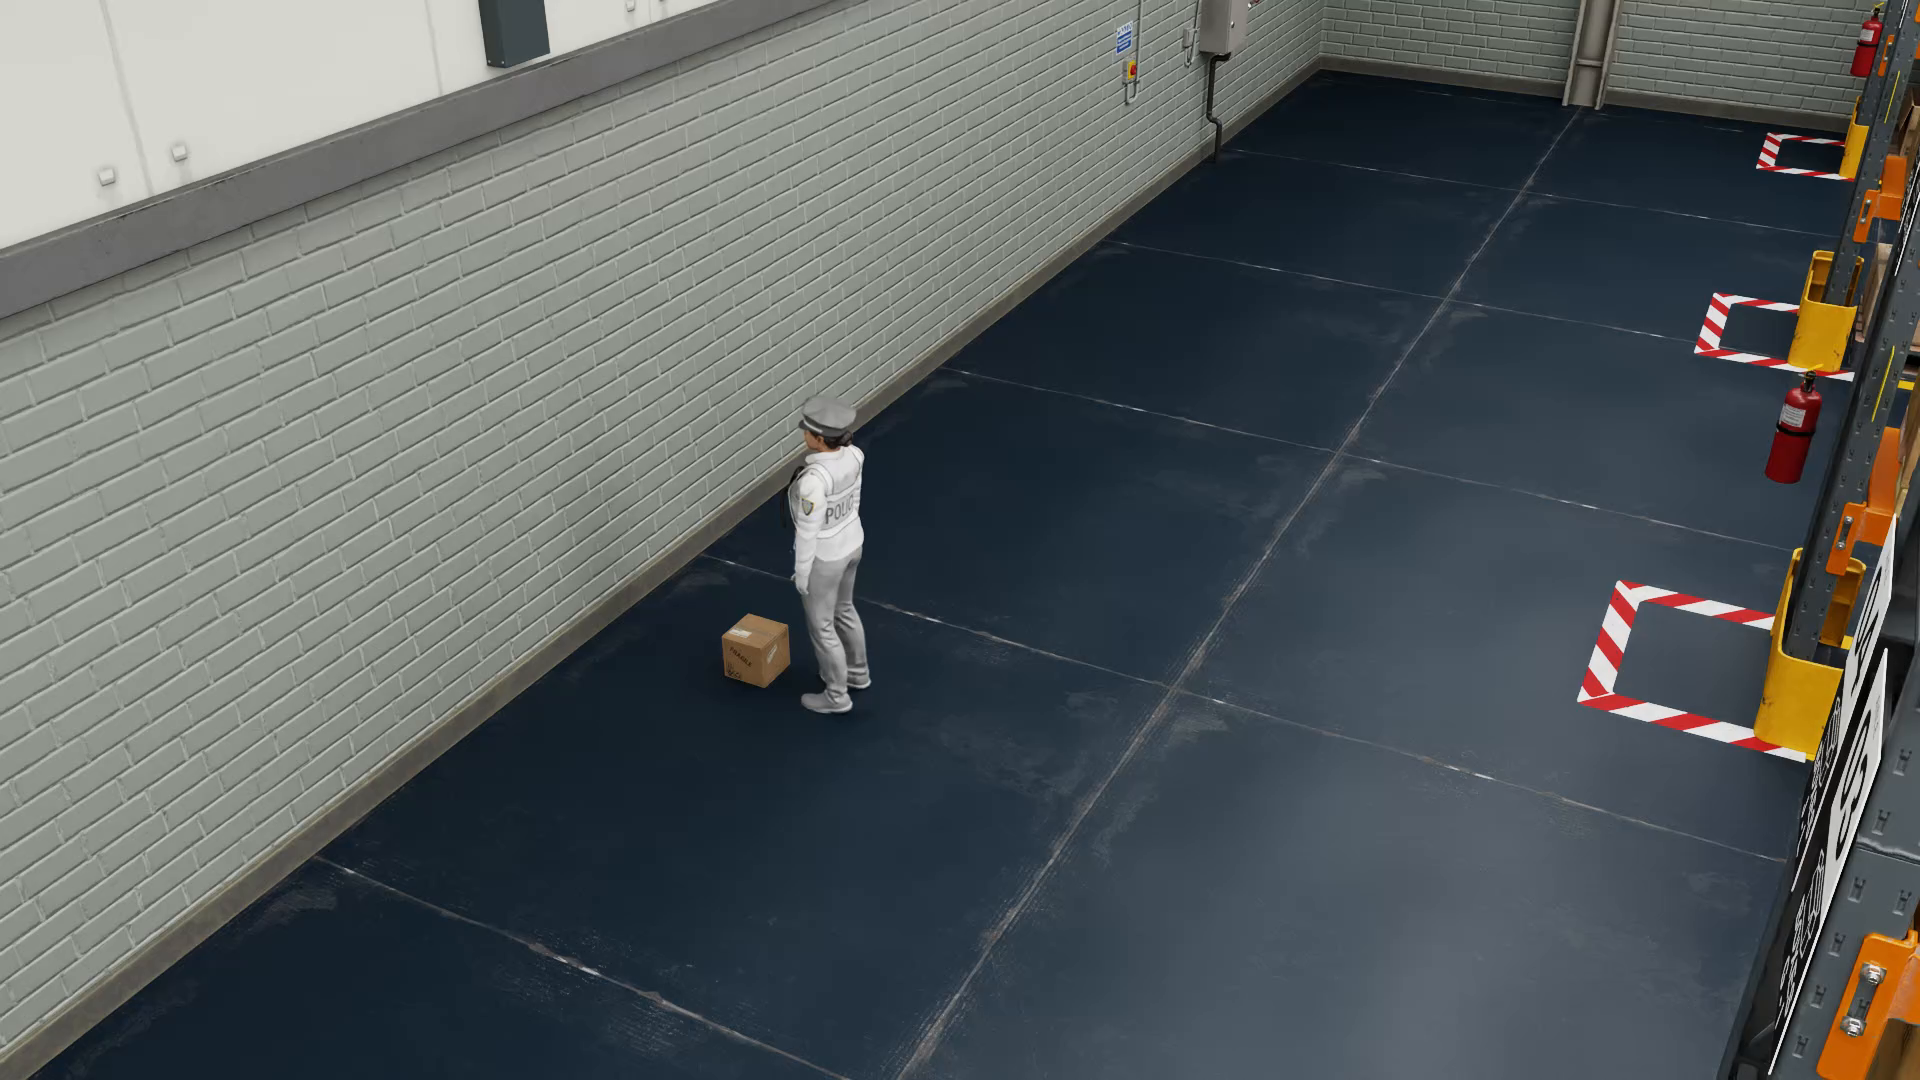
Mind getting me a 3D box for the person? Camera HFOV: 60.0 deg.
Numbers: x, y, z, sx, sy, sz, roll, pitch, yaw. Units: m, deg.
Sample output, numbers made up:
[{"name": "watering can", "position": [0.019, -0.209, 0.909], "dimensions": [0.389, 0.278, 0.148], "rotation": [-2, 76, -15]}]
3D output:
[{"name": "person", "position": [-0.655, 0.081, 8.147], "dimensions": [0.341, 1.692, 0.466], "rotation": [15, 34, 24]}]
